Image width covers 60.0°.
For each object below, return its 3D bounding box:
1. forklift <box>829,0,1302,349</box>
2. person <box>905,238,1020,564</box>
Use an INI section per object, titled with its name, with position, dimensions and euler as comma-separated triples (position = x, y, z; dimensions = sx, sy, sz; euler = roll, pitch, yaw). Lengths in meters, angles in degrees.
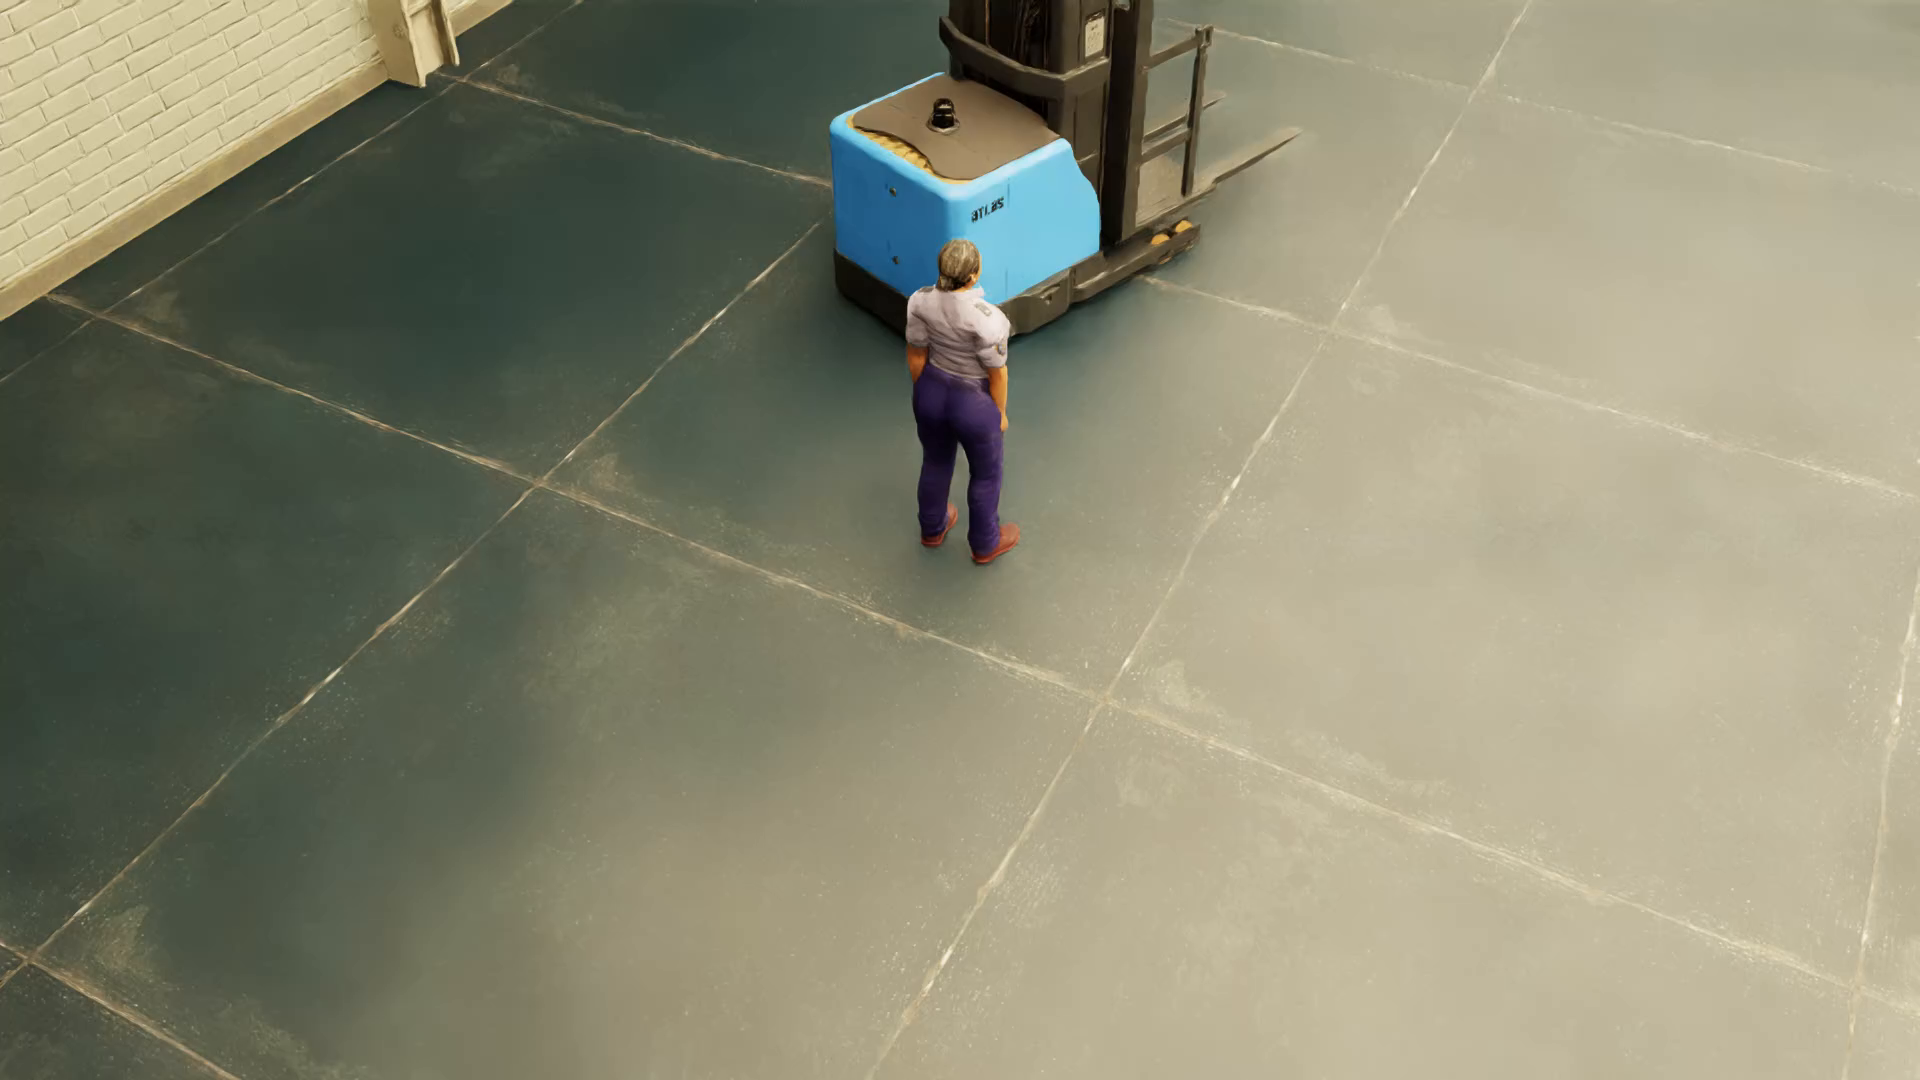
[forklift]
position = 0.742, -2.876, 8.707
dimensions = 3.031, 2.935, 1.130
euler = -32, 52, -29
[person]
position = 0.014, -0.604, 7.236
dimensions = 0.480, 1.649, 0.349
euler = 20, 47, 20
